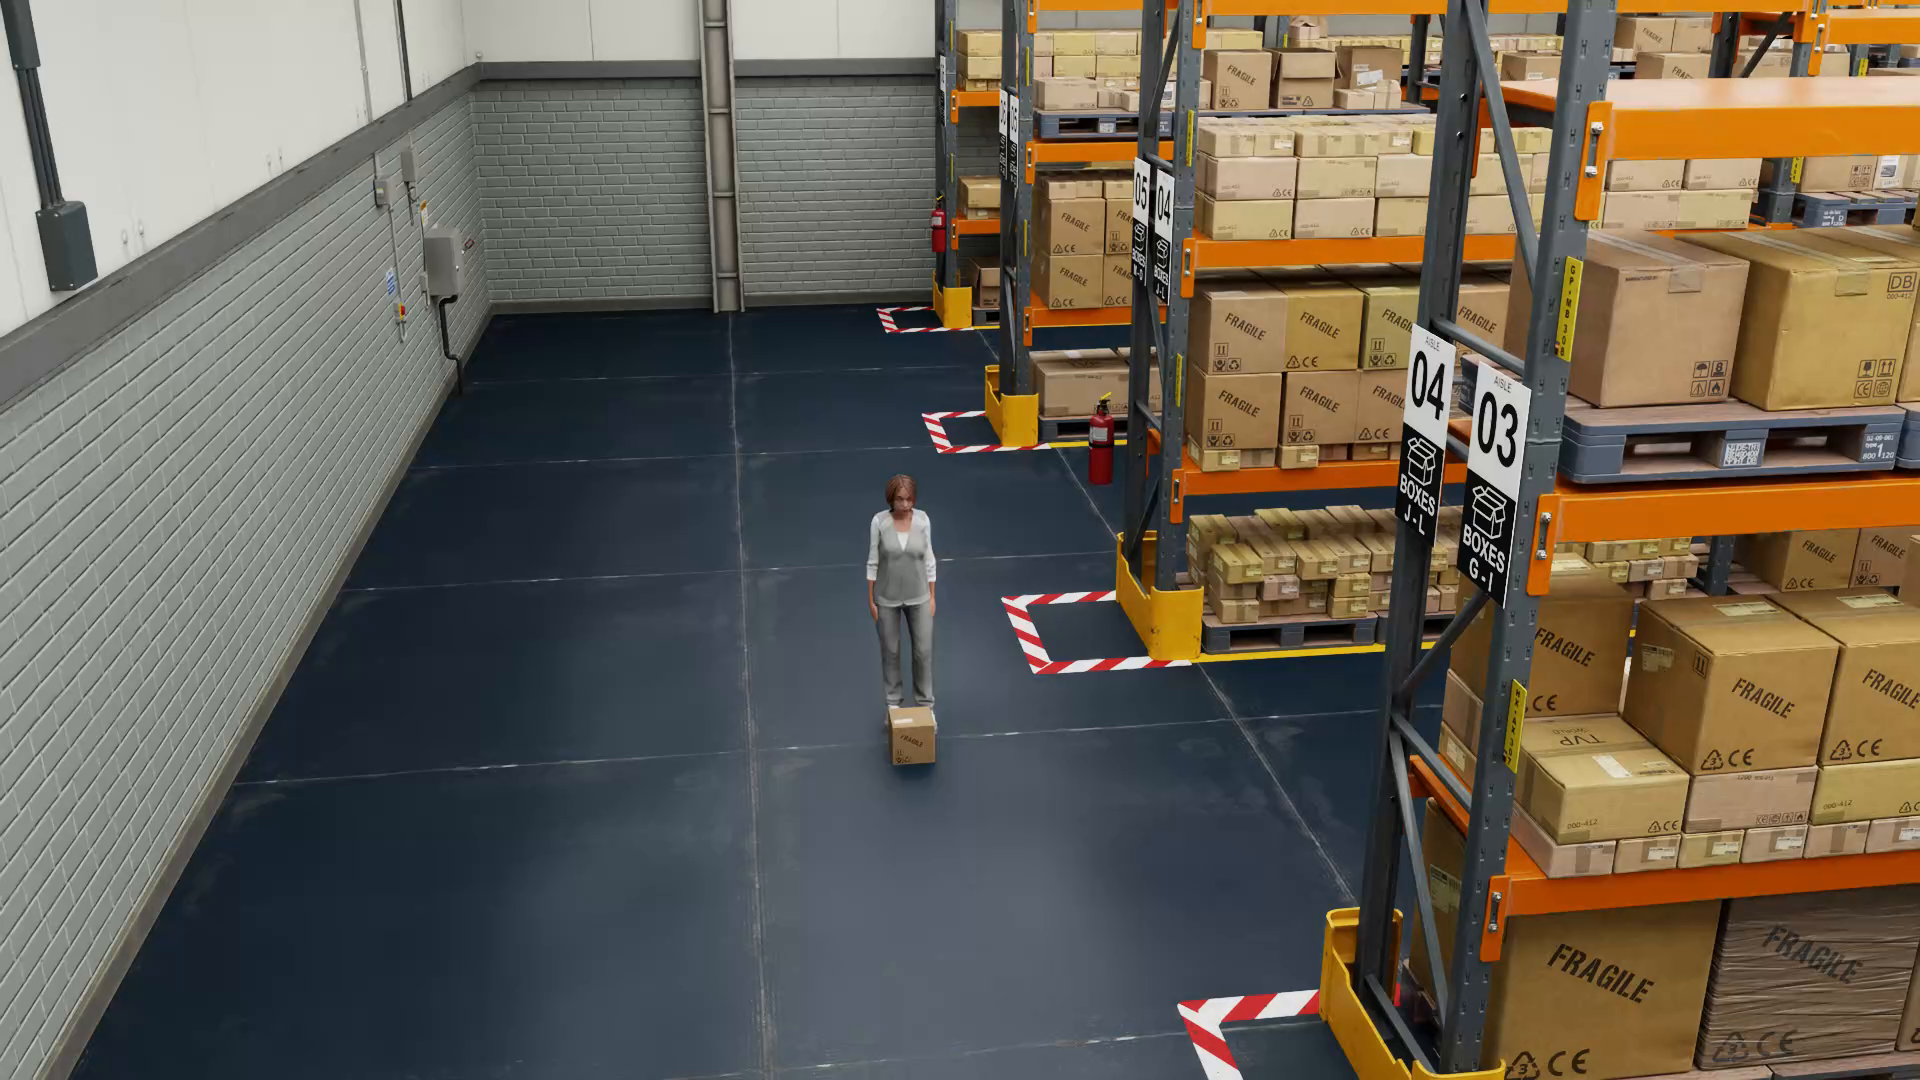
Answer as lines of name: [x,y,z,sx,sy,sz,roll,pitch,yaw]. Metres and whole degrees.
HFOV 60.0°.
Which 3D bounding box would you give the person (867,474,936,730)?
person: [-0.345,0.392,10.064,0.424,1.598,0.385,-3,21,-8]
